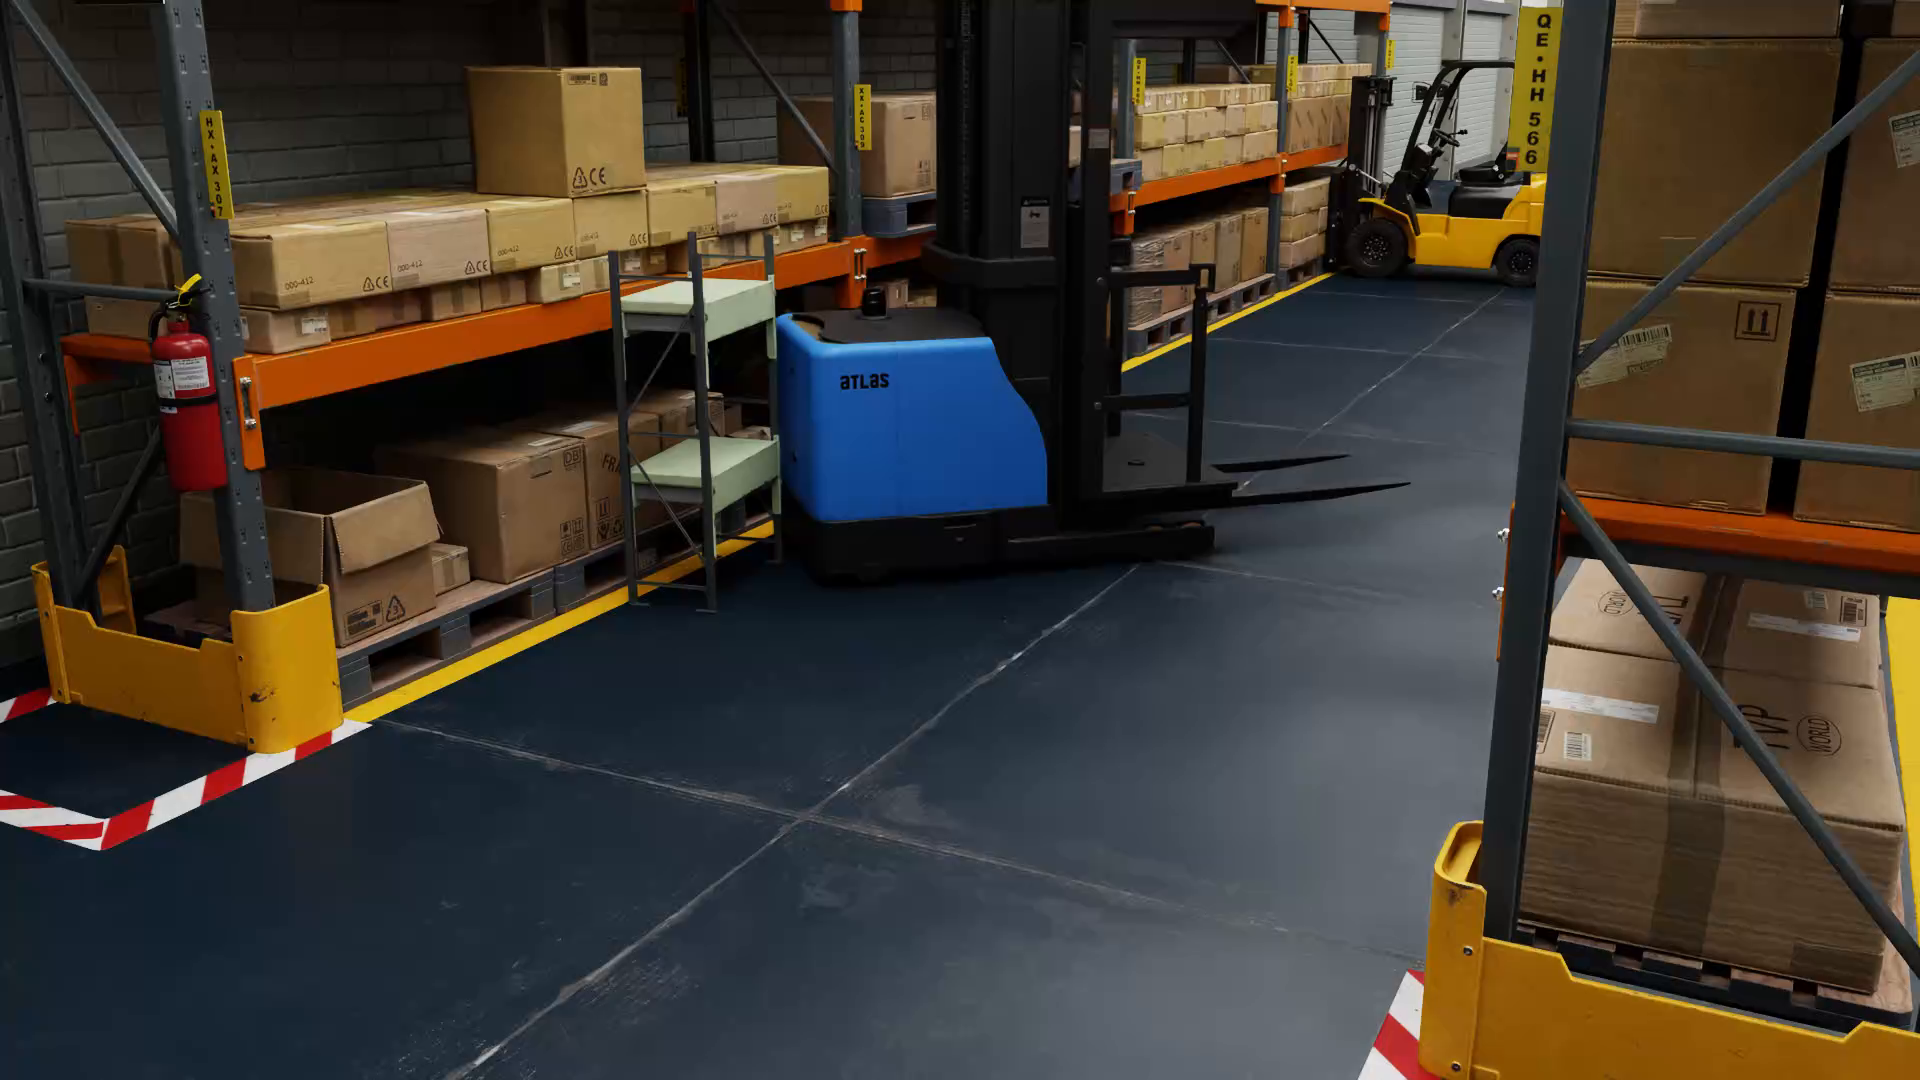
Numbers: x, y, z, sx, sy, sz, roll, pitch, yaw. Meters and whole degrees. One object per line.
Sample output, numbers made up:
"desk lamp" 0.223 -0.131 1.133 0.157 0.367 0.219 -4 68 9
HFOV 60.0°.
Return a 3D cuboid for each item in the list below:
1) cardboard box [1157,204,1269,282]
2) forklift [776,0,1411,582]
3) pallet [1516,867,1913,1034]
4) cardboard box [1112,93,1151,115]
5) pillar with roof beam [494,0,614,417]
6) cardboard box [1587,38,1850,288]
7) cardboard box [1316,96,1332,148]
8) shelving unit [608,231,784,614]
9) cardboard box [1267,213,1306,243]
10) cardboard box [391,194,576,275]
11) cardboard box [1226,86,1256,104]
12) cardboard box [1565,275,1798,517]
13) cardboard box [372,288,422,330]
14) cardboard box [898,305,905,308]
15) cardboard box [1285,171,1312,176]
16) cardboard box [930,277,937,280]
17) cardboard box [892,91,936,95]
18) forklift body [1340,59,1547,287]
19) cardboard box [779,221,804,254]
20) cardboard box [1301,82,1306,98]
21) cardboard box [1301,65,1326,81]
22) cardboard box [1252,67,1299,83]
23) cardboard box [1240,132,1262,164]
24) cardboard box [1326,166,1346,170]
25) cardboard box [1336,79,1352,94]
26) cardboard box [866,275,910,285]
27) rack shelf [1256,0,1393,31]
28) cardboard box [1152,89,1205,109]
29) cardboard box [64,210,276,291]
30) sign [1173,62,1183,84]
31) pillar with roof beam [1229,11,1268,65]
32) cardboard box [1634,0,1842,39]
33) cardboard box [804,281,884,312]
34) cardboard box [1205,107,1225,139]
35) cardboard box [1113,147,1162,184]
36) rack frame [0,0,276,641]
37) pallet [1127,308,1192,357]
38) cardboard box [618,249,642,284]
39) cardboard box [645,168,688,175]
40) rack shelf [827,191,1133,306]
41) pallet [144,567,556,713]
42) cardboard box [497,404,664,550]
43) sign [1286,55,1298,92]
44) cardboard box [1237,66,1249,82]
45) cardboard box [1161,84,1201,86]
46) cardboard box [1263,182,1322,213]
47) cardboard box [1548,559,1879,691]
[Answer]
"cardboard box" 2.359 -2.795 15.599 0.875 0.625 0.625 9 19 28
"forklift" 0.680 -1.442 7.731 3.031 2.935 1.130 -5 17 -16
"pallet" 1.950 0.944 4.475 1.003 0.211 1.213 8 18 25
"cardboard box" 1.201 -3.250 12.383 0.380 0.149 0.250 9 19 27
"pillar with roof beam" 1.742 -4.094 6.003 9.100 9.000 0.400 8 18 25
"cardboard box" 1.665 -0.859 3.717 0.500 0.500 0.500 9 19 27
"cardboard box" 3.457 -4.258 16.915 0.500 0.500 0.500 8 18 25
"shelving unit" -1.112 -0.527 7.165 0.431 1.500 0.755 5 17 16
"cardboard box" 3.075 -3.073 16.316 0.500 0.250 0.500 8 18 25
"cardboard box" -1.887 -1.219 6.603 0.500 0.250 0.500 8 18 24
"cardboard box" 2.374 -3.902 14.579 0.380 0.149 0.250 7 18 24
"cardboard box" 1.641 -0.383 3.871 0.500 0.500 0.500 8 18 26
"cardboard box" -2.229 -0.880 6.160 0.380 0.149 0.250 8 18 25
"cardboard box" -0.539 -1.280 9.580 0.380 0.149 0.250 8 18 24
"cardboard box" 3.533 -3.895 18.207 0.500 0.250 0.500 8 18 25
"cardboard box" 0.028 -1.613 10.700 0.380 0.149 0.250 8 18 26
"cardboard box" 0.006 -2.504 10.274 0.700 0.500 0.500 8 18 25
"forklift body" 5.154 -3.763 16.916 2.313 2.155 1.214 8 18 25
"cardboard box" -1.006 -1.525 8.333 0.380 0.149 0.250 9 19 27
"cardboard box" 3.166 -4.409 16.285 0.380 0.149 0.250 8 18 25
"cardboard box" 3.495 -4.749 16.909 0.380 0.149 0.250 8 18 25
"cardboard box" 2.990 -4.411 15.770 0.380 0.149 0.250 9 19 26
"cardboard box" 2.372 -3.504 14.816 0.500 0.250 0.500 8 18 25
"cardboard box" 4.443 -4.090 18.864 0.500 0.250 0.500 9 19 27
"cardboard box" 3.914 -4.790 17.568 0.380 0.149 0.250 8 18 26
"cardboard box" -0.546 -1.608 10.683 0.380 0.149 0.250 8 18 26
"rack shelf" 3.476 -5.469 17.163 1.077 0.370 4.000 8 18 25
"cardboard box" 1.768 -3.580 13.494 0.380 0.149 0.250 9 19 27
"cardboard box" -2.812 -1.031 5.969 0.500 0.250 0.500 9 19 27
"sign" 2.085 -4.389 15.874 0.100 0.325 0.005 8 18 25
"pillar with roof beam" 7.104 -7.150 16.294 9.100 9.000 0.400 8 18 25
"cardboard box" 1.644 -1.134 3.503 0.380 0.149 0.250 8 18 26
"cardboard box" -0.648 -1.350 9.293 0.380 0.149 0.250 8 18 24
"cardboard box" 1.892 -3.489 13.887 0.500 0.250 0.500 8 18 26
"cardboard box" 1.212 -2.857 12.639 0.500 0.250 0.500 8 18 26
"rack frame" -2.780 -0.809 5.481 1.000 3.000 0.127 8 18 25
"pallet" 1.198 -1.715 13.428 1.003 0.211 1.213 8 18 25
"cardboard box" -1.614 -1.204 7.250 0.380 0.149 0.250 8 18 25
"cardboard box" -1.673 -1.679 8.149 0.500 0.250 0.500 8 18 25
"rack shelf" -0.099 -1.993 10.729 1.077 0.370 4.000 8 18 25
"pallet" -2.390 0.305 6.628 1.003 0.211 1.213 8 18 25
"cardboard box" -1.679 -0.291 7.388 0.500 0.500 0.500 8 19 26
"sign" 3.072 -4.317 15.395 0.100 0.325 0.005 8 18 25
"cardboard box" 2.604 -4.546 16.224 0.380 0.149 0.250 8 18 24
"cardboard box" 1.954 -4.038 15.035 0.380 0.149 0.250 8 18 25
"cardboard box" 3.317 -3.441 16.676 0.500 0.250 0.500 8 18 25
"cardboard box" 2.269 0.433 5.061 0.875 0.438 0.875 9 19 27
